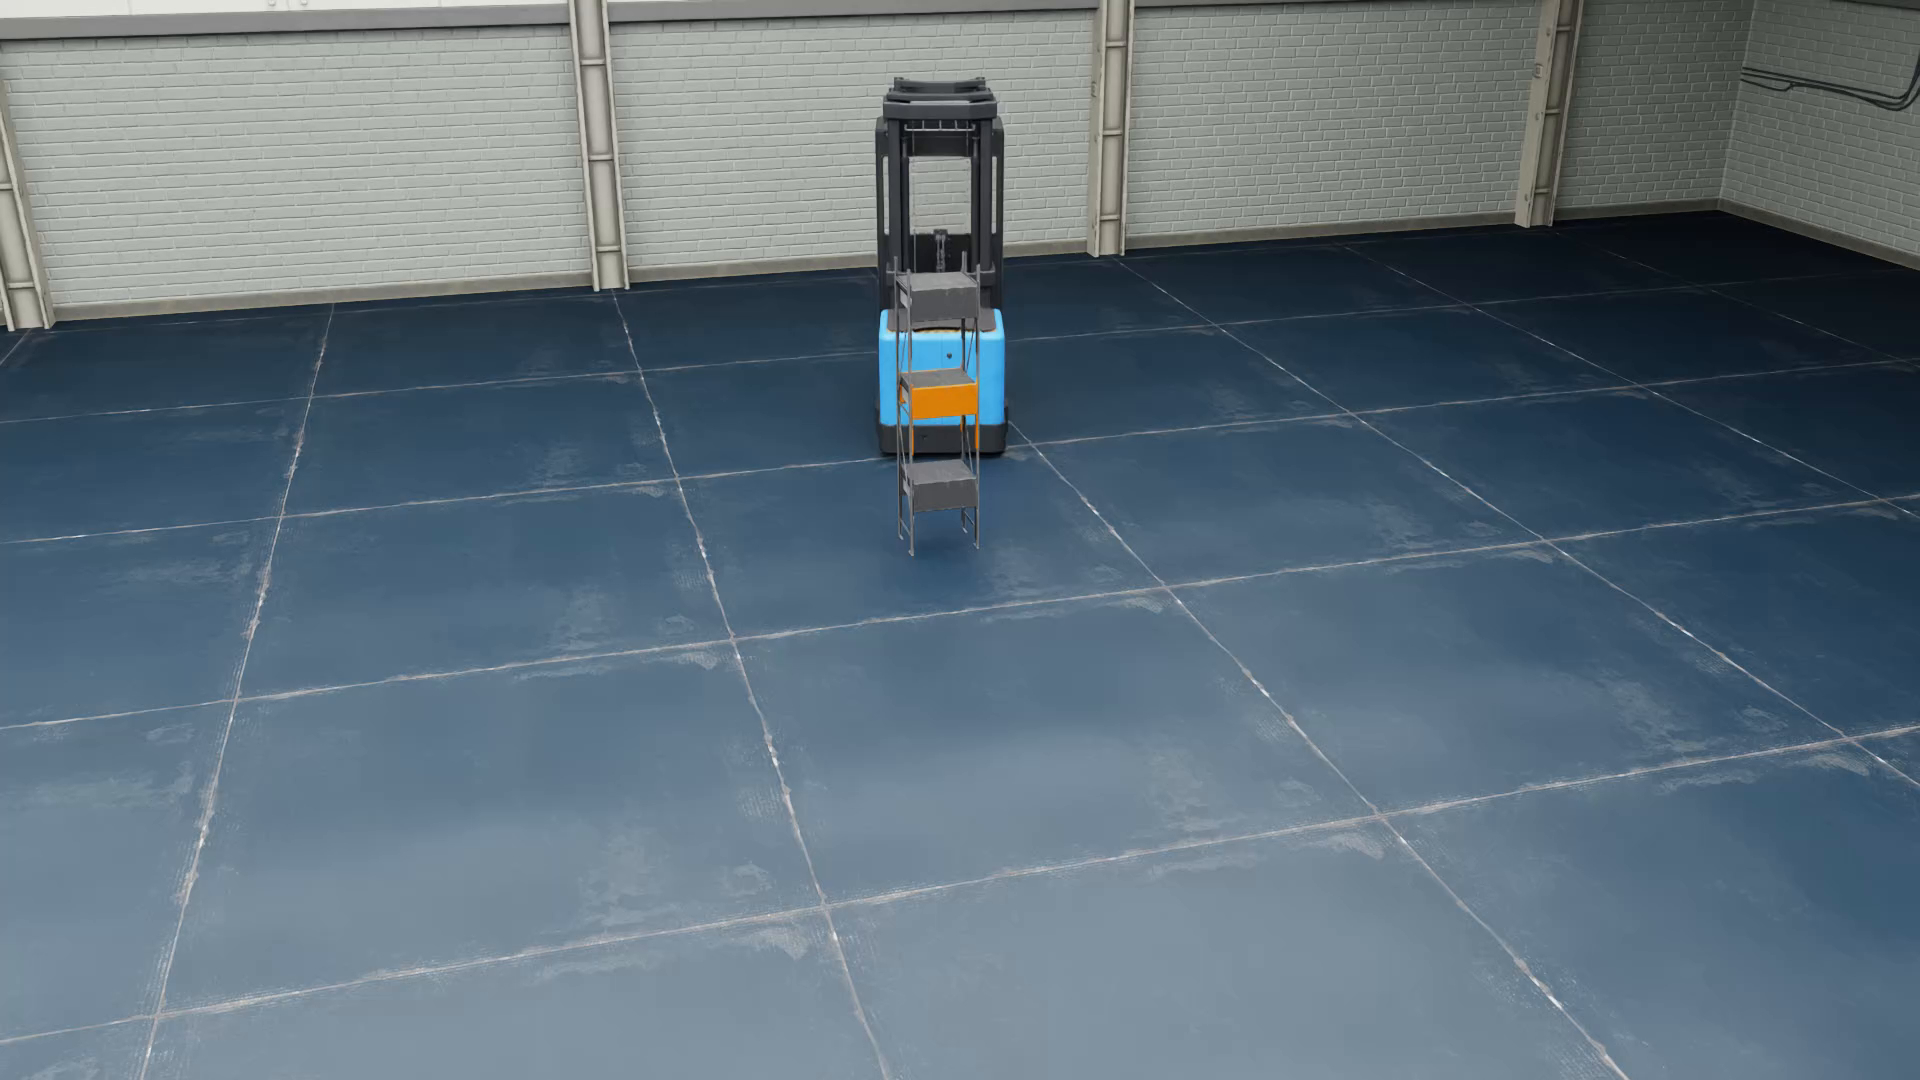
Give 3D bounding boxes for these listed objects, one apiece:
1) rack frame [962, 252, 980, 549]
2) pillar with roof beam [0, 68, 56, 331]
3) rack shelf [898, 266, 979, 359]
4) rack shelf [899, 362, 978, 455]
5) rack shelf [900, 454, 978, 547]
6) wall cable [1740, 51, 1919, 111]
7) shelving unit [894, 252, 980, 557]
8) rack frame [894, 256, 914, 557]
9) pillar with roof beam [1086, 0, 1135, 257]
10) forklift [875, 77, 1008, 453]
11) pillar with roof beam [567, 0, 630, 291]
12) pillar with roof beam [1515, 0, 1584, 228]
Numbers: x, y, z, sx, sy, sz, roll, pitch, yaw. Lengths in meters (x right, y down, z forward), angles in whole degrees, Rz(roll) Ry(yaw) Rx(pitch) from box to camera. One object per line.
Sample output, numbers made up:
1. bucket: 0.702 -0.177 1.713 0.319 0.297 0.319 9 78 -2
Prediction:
1. rack frame: 0.076 -0.973 11.855 0.015 2.100 0.400 -6 24 -14
2. pillar with roof beam: -8.600 -4.755 11.921 0.400 9.000 9.100 -6 24 -14
3. rack shelf: -0.159 -1.578 11.524 0.480 0.518 0.431 -6 24 -14
4. rack shelf: -0.159 -0.935 11.800 0.480 0.518 0.431 -6 24 -14
5. rack shelf: -0.159 -0.291 12.076 0.480 0.518 0.431 -6 24 -14
6. wall cable: 10.761 -6.692 20.372 0.112 2.526 3.097 -6 24 -14
7. shelving unit: -0.159 -0.947 11.795 0.503 2.100 0.431 -6 24 -14
8. rack frame: -0.394 -0.921 11.734 0.015 2.100 0.400 -6 24 -14
9. pillar with roof beam: 2.954 -6.034 14.900 0.400 9.000 9.100 -6 24 -14
10. forklift: -0.176 -2.599 14.590 1.130 2.935 3.031 0 23 -1
11. pillar with roof beam: -2.823 -5.395 13.410 0.400 9.000 9.100 -6 24 -14
12. pillar with roof beam: 8.731 -6.673 16.389 0.400 9.000 9.100 -6 24 -14
